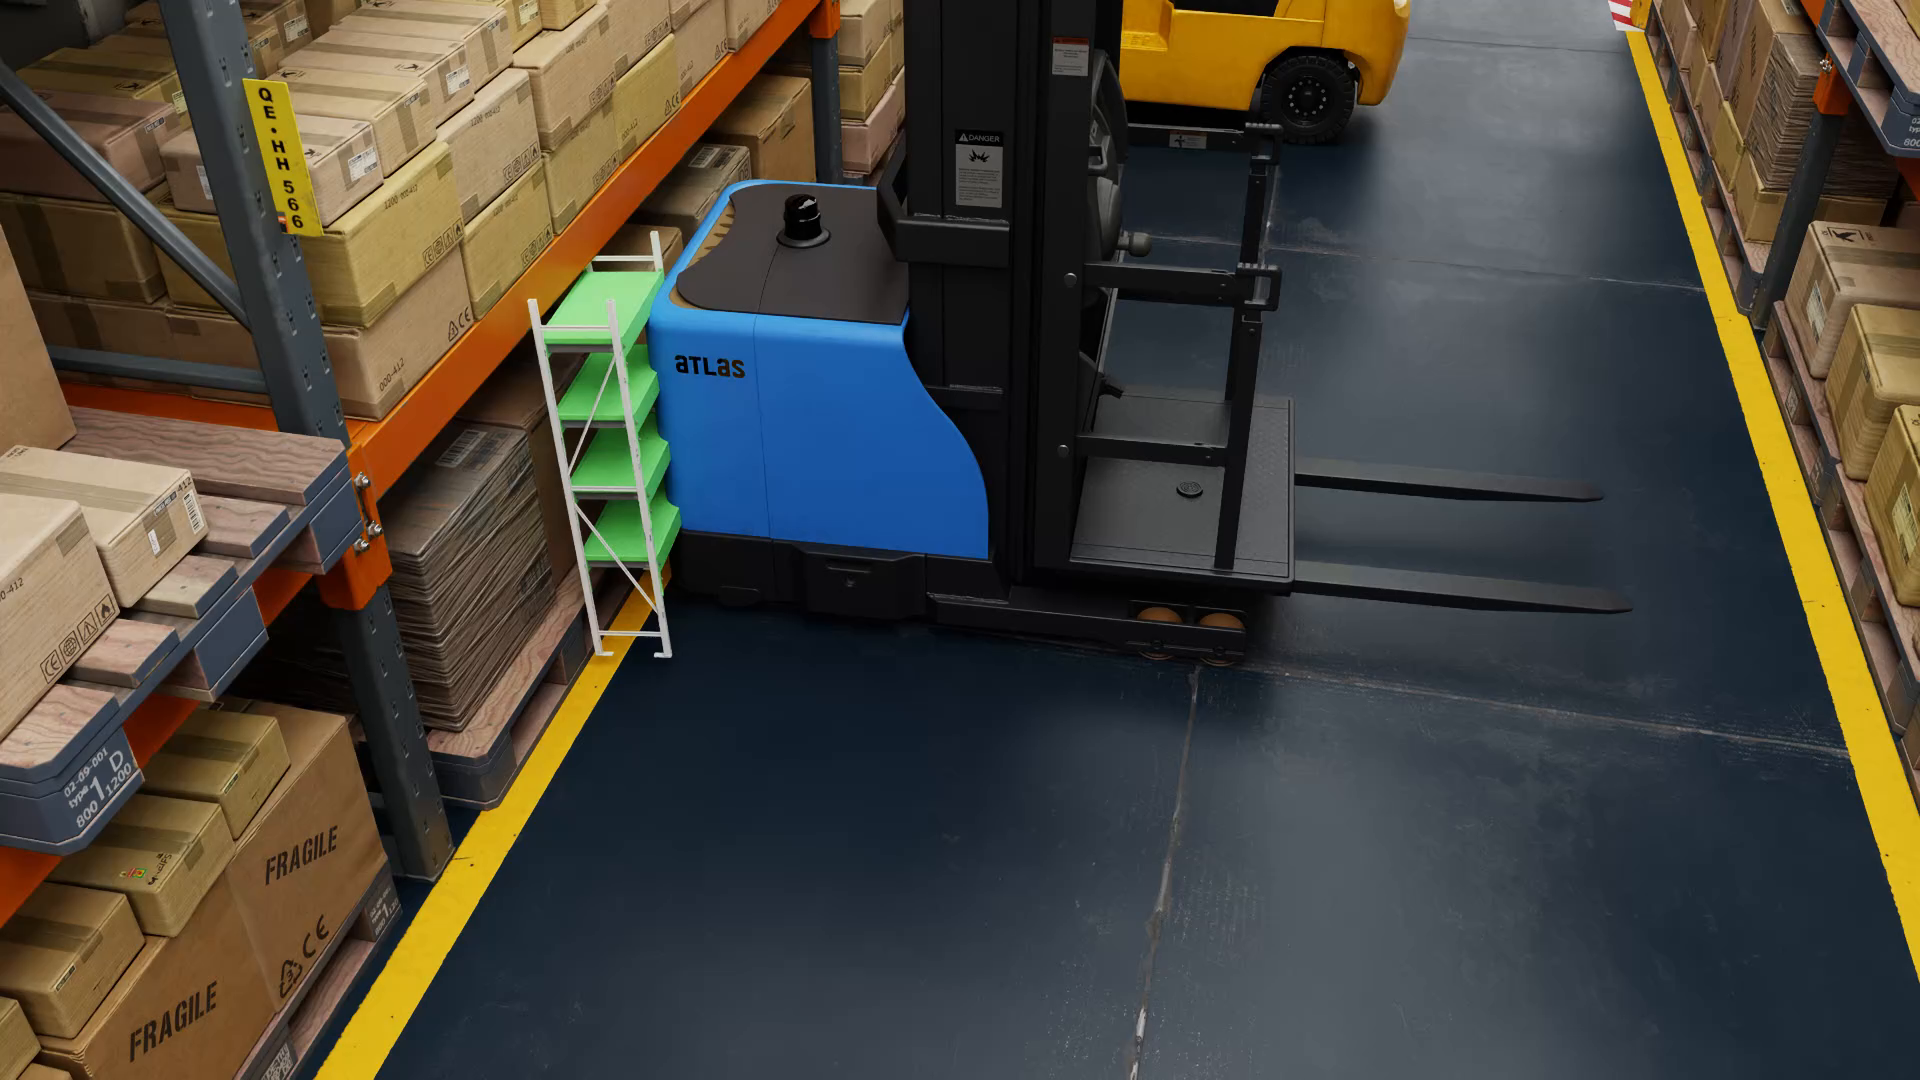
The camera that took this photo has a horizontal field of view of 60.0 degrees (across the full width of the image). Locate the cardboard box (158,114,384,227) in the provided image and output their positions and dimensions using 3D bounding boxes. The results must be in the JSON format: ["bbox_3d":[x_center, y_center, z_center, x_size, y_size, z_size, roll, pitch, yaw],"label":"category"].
[{"bbox_3d":[-1.530,-0.835,3.707,0.380,0.149,0.250,8,37,11],"label":"cardboard box"}]

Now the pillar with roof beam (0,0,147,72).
[{"bbox_3d":[1.718,-3.135,2.408,9.100,9.000,0.400,7,37,10],"label":"pillar with roof beam"}]

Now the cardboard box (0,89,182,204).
[{"bbox_3d":[-2.014,-0.901,3.799,0.380,0.149,0.250,8,37,11],"label":"cardboard box"}]

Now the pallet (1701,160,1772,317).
[{"bbox_3d":[3.928,-1.319,7.390,1.003,0.211,1.213,7,37,10],"label":"pallet"}]

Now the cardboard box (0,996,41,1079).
[{"bbox_3d":[-1.972,0.960,3.089,0.380,0.149,0.250,8,37,11],"label":"cardboard box"}]

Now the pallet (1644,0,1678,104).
[{"bbox_3d":[4.449,-2.718,9.320,1.003,0.211,1.213,7,37,10],"label":"pallet"}]

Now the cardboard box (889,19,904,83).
[{"bbox_3d":[-0.521,-2.466,8.155,0.500,0.250,0.500,7,37,10],"label":"cardboard box"}]

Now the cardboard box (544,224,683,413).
[{"bbox_3d":[-1.464,-0.712,5.841,0.875,0.625,0.625,6,36,8],"label":"cardboard box"}]

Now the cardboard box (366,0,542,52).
[{"bbox_3d":[-1.376,-1.438,4.539,0.380,0.149,0.250,8,37,10],"label":"cardboard box"}]

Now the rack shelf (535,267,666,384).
[{"bbox_3d":[-1.032,-0.629,4.838,0.258,0.148,0.480,1,33,6],"label":"rack shelf"}]

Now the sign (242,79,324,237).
[{"bbox_3d":[-1.354,-0.760,3.323,0.100,0.325,0.005,7,37,10],"label":"sign"}]

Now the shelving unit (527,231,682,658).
[{"bbox_3d":[-1.016,-0.278,5.061,0.258,1.200,0.503,1,33,6],"label":"shelving unit"}]

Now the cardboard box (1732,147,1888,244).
[{"bbox_3d":[3.682,-1.488,7.232,0.500,0.250,0.500,9,37,12],"label":"cardboard box"}]

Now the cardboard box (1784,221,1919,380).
[{"bbox_3d":[3.709,-0.864,6.267,0.950,0.372,0.625,8,37,11],"label":"cardboard box"}]

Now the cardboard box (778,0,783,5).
[{"bbox_3d":[-0.883,-2.296,6.490,0.500,0.250,0.500,8,37,11],"label":"cardboard box"}]

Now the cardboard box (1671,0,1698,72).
[{"bbox_3d":[4.114,-2.689,8.890,0.500,0.250,0.500,9,37,12],"label":"cardboard box"}]

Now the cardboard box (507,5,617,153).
[{"bbox_3d":[-1.315,-1.336,4.739,0.500,0.250,0.500,6,36,9],"label":"cardboard box"}]

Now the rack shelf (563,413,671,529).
[{"bbox_3d":[-1.013,-0.224,5.095,0.258,0.148,0.480,1,33,6],"label":"rack shelf"}]

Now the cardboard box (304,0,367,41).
[{"bbox_3d":[-1.836,-1.495,4.619,0.380,0.149,0.250,7,37,10],"label":"cardboard box"}]

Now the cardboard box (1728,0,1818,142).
[{"bbox_3d":[3.790,-2.084,7.415,0.500,0.500,0.500,8,37,11],"label":"cardboard box"}]

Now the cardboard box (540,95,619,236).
[{"bbox_3d":[-1.337,-1.133,4.884,0.500,0.250,0.500,6,36,8],"label":"cardboard box"}]

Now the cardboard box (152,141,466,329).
[{"bbox_3d":[-1.528,-0.748,3.928,0.500,0.250,0.500,7,37,10],"label":"cardboard box"}]

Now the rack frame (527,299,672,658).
[{"bbox_3d":[-1.038,-0.147,4.856,0.240,1.200,0.015,1,33,6],"label":"rack frame"}]

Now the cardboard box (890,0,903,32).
[{"bbox_3d":[-0.502,-2.670,8.011,0.500,0.250,0.500,7,37,10],"label":"cardboard box"}]

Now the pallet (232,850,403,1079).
[{"bbox_3d":[-2.082,1.167,3.960,1.003,0.211,1.213,7,37,10],"label":"pallet"}]

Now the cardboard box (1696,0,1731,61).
[{"bbox_3d":[4.003,-2.684,8.243,0.500,0.500,0.500,8,37,11],"label":"cardboard box"}]

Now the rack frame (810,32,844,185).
[{"bbox_3d":[-1.031,-2.679,6.890,1.000,3.000,0.127,7,37,10],"label":"rack frame"}]

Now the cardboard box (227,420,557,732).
[{"bbox_3d":[-1.739,0.050,4.791,0.875,0.625,0.625,8,37,11],"label":"cardboard box"}]

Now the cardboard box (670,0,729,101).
[{"bbox_3d":[-1.121,-1.727,5.704,0.500,0.250,0.500,8,37,10],"label":"cardboard box"}]

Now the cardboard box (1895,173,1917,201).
[{"bbox_3d":[4.208,-1.723,6.918,0.500,0.500,0.500,9,37,12],"label":"cardboard box"}]

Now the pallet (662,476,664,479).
[{"bbox_3d":[-1.409,-0.421,6.151,1.003,0.211,1.213,7,37,10],"label":"pallet"}]

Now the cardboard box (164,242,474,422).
[{"bbox_3d":[-1.552,-0.549,4.079,0.500,0.250,0.500,7,37,10],"label":"cardboard box"}]

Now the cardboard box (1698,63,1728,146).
[{"bbox_3d":[3.899,-2.086,8.057,0.500,0.250,0.500,8,37,11],"label":"cardboard box"}]

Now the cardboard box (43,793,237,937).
[{"bbox_3d":[-1.772,0.669,3.490,0.380,0.149,0.250,6,36,8],"label":"cardboard box"}]

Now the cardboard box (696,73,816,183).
[{"bbox_3d":[-1.132,-1.587,7.049,0.875,0.625,0.625,9,37,12],"label":"cardboard box"}]

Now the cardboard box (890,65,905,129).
[{"bbox_3d":[-0.511,-2.264,8.303,0.500,0.250,0.500,7,36,9],"label":"cardboard box"}]

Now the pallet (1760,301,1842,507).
[{"bbox_3d":[3.654,-0.483,6.237,1.003,0.211,1.213,7,37,10],"label":"pallet"}]

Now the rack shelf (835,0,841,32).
[{"bbox_3d":[-0.604,-3.534,8.683,1.077,0.370,4.000,7,37,10],"label":"rack shelf"}]

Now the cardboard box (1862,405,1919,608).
[{"bbox_3d":[3.412,-0.052,5.148,0.950,0.372,0.625,8,37,12],"label":"cardboard box"}]

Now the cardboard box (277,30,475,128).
[{"bbox_3d":[-1.444,-1.138,4.127,0.380,0.149,0.250,8,37,11],"label":"cardboard box"}]

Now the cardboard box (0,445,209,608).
[{"bbox_3d":[-1.651,-0.029,3.091,0.380,0.149,0.250,8,37,11],"label":"cardboard box"}]

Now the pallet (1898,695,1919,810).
[{"bbox_3d":[3.133,0.916,4.307,1.003,0.211,1.213,7,37,10],"label":"pallet"}]

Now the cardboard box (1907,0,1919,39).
[{"bbox_3d":[3.330,-1.708,5.406,0.380,0.149,0.250,8,37,11],"label":"cardboard box"}]

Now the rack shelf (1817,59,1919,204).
[{"bbox_3d":[3.391,-0.621,4.664,1.077,0.370,4.000,7,37,10],"label":"rack shelf"}]

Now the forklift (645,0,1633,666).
[{"bbox_3d":[0.615,-1.128,4.809,3.031,2.935,1.130,5,36,7],"label":"forklift"}]

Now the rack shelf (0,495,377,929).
[{"bbox_3d":[-2.313,1.052,2.355,1.077,0.370,4.000,7,37,10],"label":"rack shelf"}]

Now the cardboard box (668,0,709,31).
[{"bbox_3d":[-1.104,-1.919,5.543,0.500,0.250,0.500,8,37,11],"label":"cardboard box"}]

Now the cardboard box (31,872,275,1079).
[{"bbox_3d":[-1.883,1.011,3.571,0.500,0.500,0.500,7,36,9],"label":"cardboard box"}]

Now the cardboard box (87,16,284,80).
[{"bbox_3d":[-1.952,-1.205,4.219,0.380,0.149,0.250,7,37,10],"label":"cardboard box"}]
